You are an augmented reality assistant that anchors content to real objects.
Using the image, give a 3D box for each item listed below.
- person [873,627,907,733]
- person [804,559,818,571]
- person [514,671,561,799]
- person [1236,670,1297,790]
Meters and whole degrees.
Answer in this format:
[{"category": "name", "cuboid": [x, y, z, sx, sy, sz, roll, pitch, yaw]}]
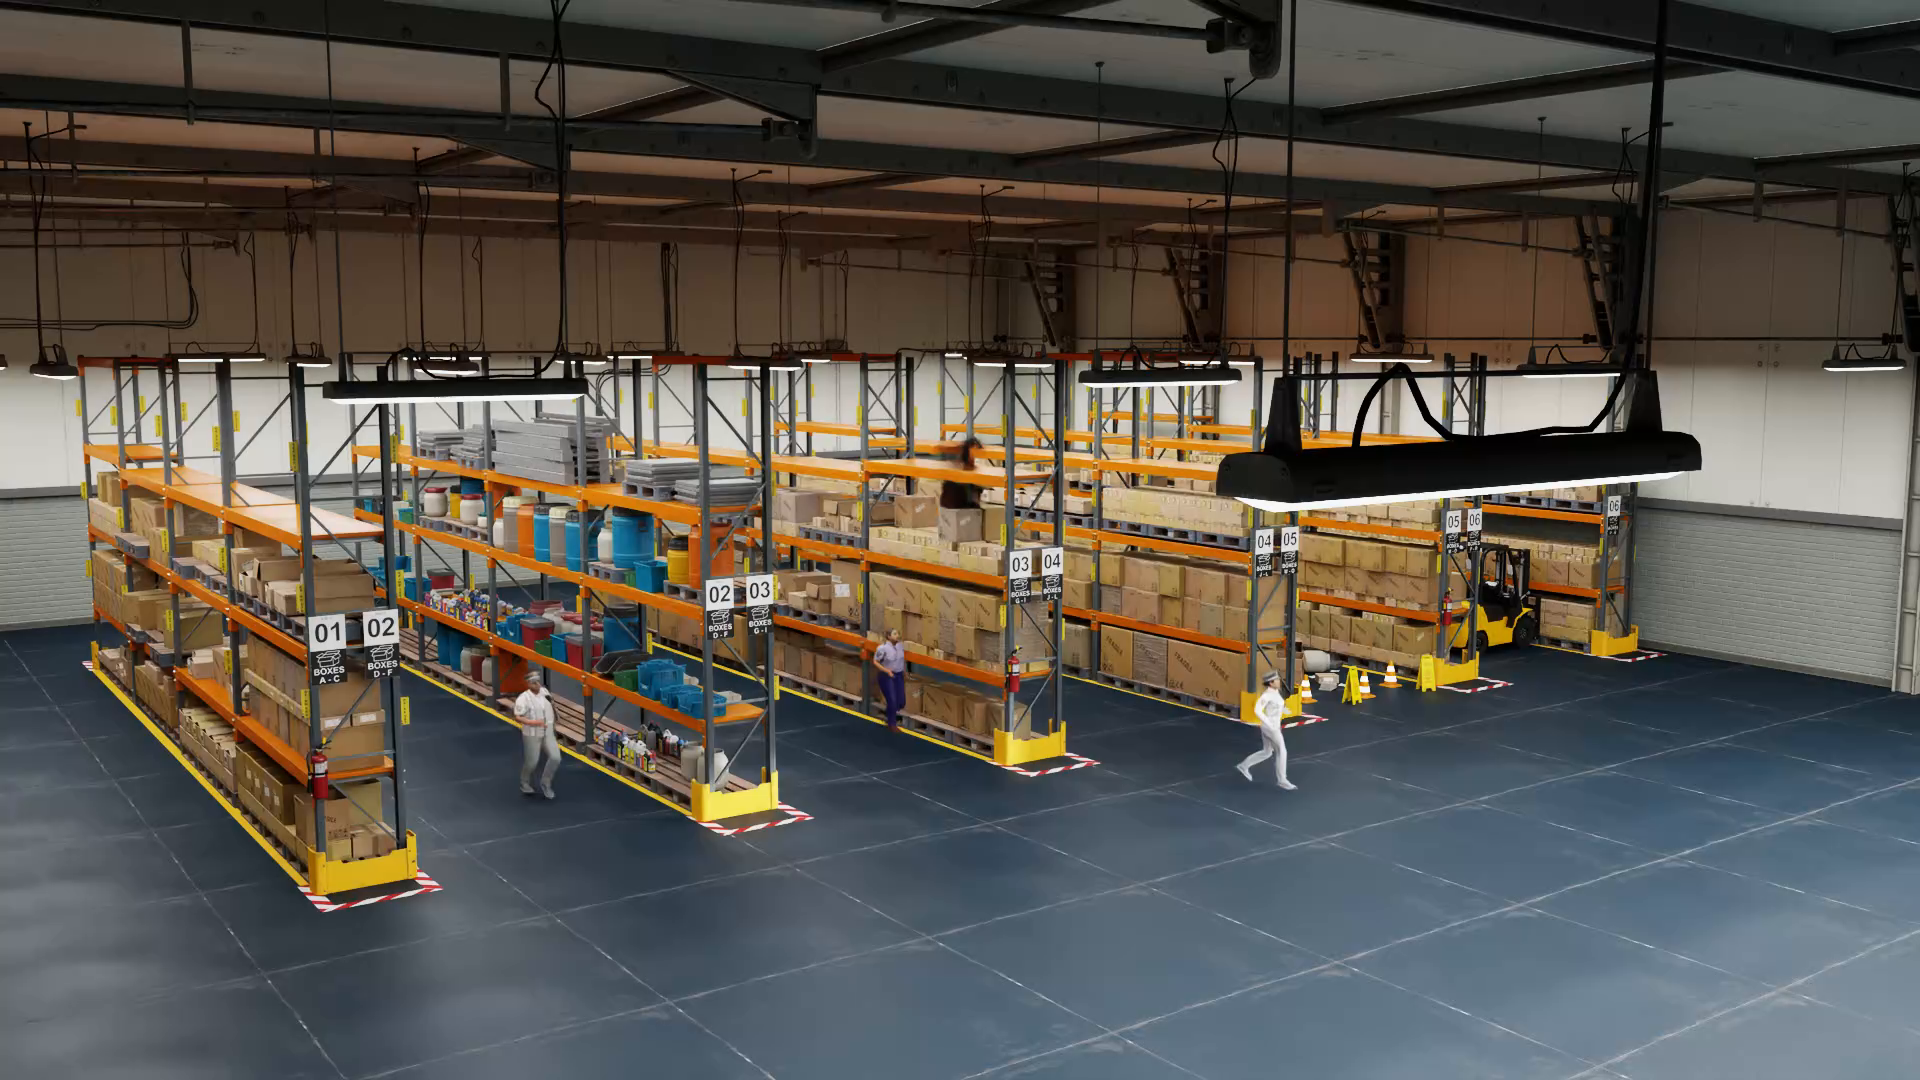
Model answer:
[{"category": "person", "cuboid": [-1.069, 2.150, 25.613, 0.598, 1.612, 0.552, -6, 9, -39]}, {"category": "person", "cuboid": [-3.754, 0.443, 42.113, 0.823, 1.650, 0.658, 1, 7, 12]}, {"category": "person", "cuboid": [-5.835, 2.695, 22.979, 0.665, 1.820, 0.723, -7, 10, -43]}, {"category": "person", "cuboid": [4.342, 2.658, 23.466, 0.854, 1.710, 0.604, 1, 7, 11]}]
